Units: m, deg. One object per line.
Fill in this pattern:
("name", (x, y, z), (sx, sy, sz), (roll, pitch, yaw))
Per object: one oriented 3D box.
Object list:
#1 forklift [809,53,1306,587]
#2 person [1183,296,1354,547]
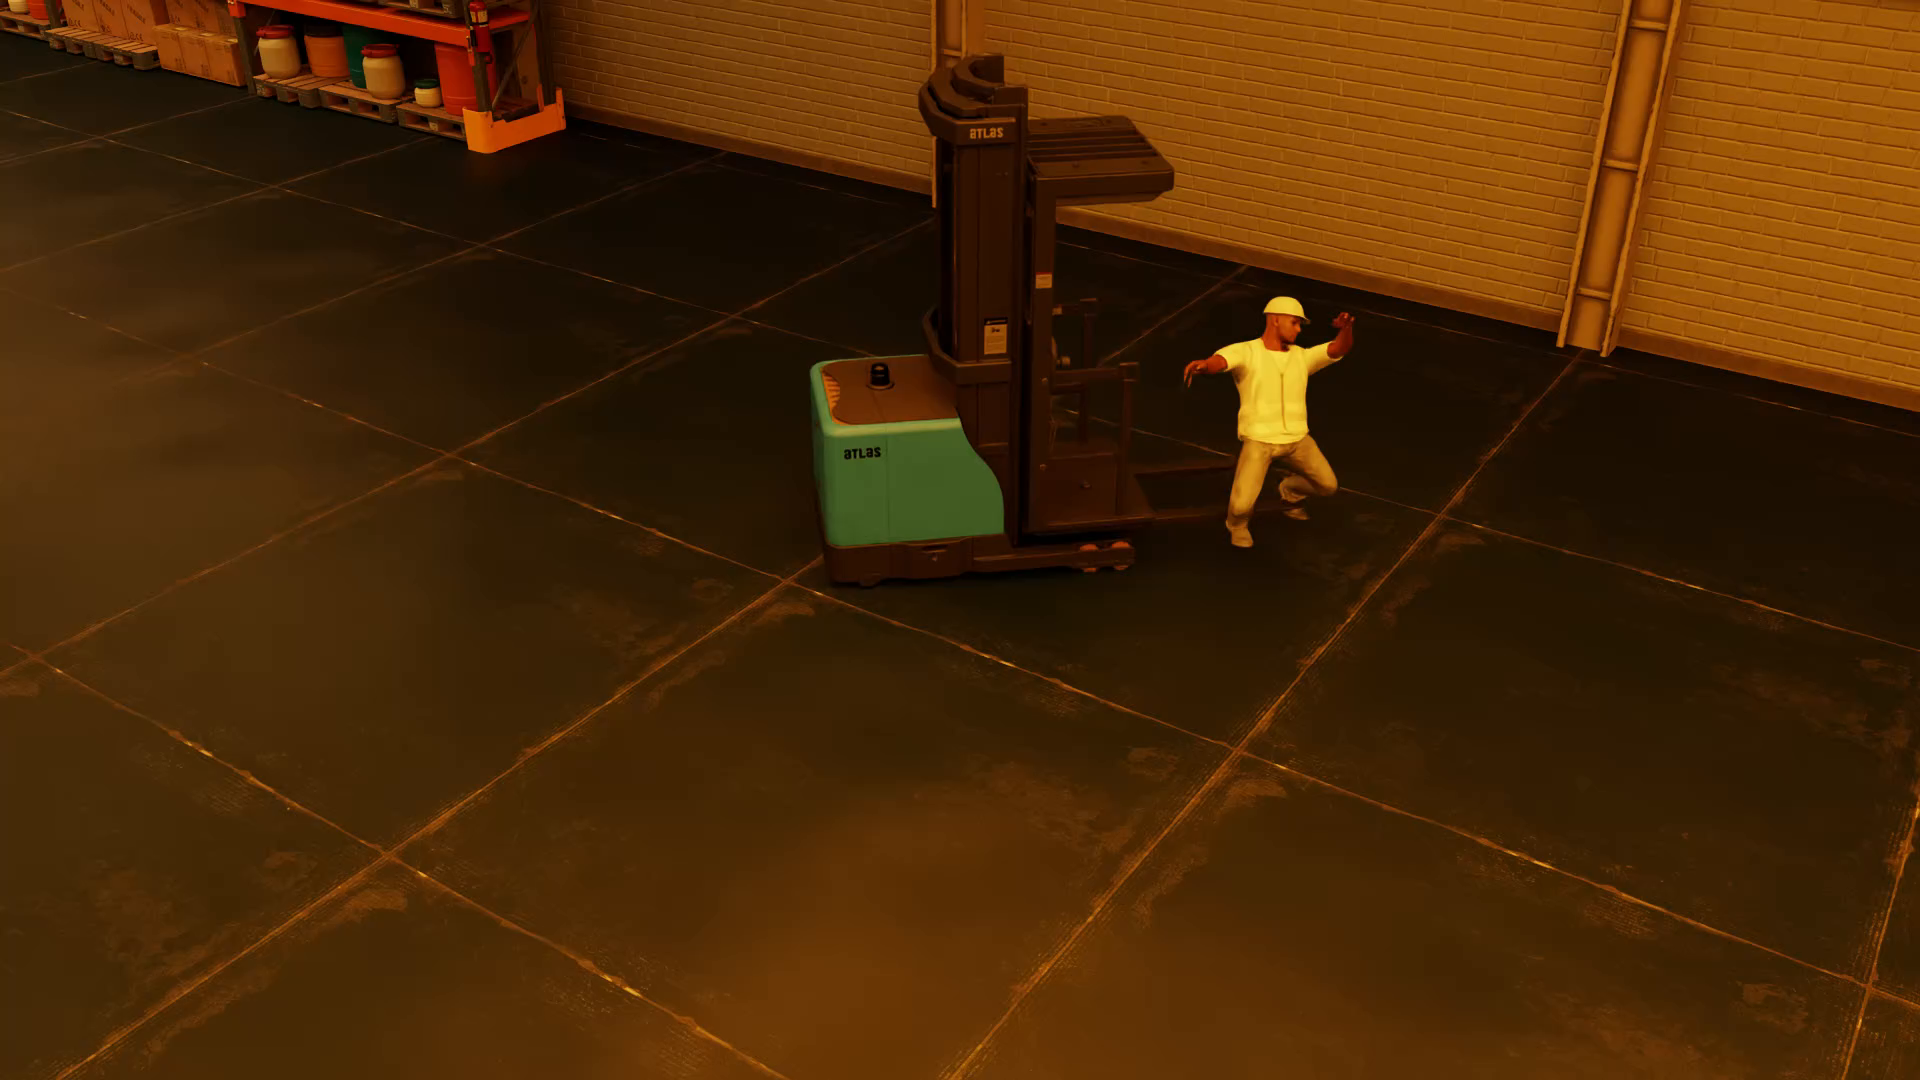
("forklift", (0.624, -1.330, 9.872), (3.031, 2.935, 1.130), (-5, 30, -8))
("person", (1.719, -0.695, 9.927), (1.100, 1.576, 0.710), (-10, 32, -17))
